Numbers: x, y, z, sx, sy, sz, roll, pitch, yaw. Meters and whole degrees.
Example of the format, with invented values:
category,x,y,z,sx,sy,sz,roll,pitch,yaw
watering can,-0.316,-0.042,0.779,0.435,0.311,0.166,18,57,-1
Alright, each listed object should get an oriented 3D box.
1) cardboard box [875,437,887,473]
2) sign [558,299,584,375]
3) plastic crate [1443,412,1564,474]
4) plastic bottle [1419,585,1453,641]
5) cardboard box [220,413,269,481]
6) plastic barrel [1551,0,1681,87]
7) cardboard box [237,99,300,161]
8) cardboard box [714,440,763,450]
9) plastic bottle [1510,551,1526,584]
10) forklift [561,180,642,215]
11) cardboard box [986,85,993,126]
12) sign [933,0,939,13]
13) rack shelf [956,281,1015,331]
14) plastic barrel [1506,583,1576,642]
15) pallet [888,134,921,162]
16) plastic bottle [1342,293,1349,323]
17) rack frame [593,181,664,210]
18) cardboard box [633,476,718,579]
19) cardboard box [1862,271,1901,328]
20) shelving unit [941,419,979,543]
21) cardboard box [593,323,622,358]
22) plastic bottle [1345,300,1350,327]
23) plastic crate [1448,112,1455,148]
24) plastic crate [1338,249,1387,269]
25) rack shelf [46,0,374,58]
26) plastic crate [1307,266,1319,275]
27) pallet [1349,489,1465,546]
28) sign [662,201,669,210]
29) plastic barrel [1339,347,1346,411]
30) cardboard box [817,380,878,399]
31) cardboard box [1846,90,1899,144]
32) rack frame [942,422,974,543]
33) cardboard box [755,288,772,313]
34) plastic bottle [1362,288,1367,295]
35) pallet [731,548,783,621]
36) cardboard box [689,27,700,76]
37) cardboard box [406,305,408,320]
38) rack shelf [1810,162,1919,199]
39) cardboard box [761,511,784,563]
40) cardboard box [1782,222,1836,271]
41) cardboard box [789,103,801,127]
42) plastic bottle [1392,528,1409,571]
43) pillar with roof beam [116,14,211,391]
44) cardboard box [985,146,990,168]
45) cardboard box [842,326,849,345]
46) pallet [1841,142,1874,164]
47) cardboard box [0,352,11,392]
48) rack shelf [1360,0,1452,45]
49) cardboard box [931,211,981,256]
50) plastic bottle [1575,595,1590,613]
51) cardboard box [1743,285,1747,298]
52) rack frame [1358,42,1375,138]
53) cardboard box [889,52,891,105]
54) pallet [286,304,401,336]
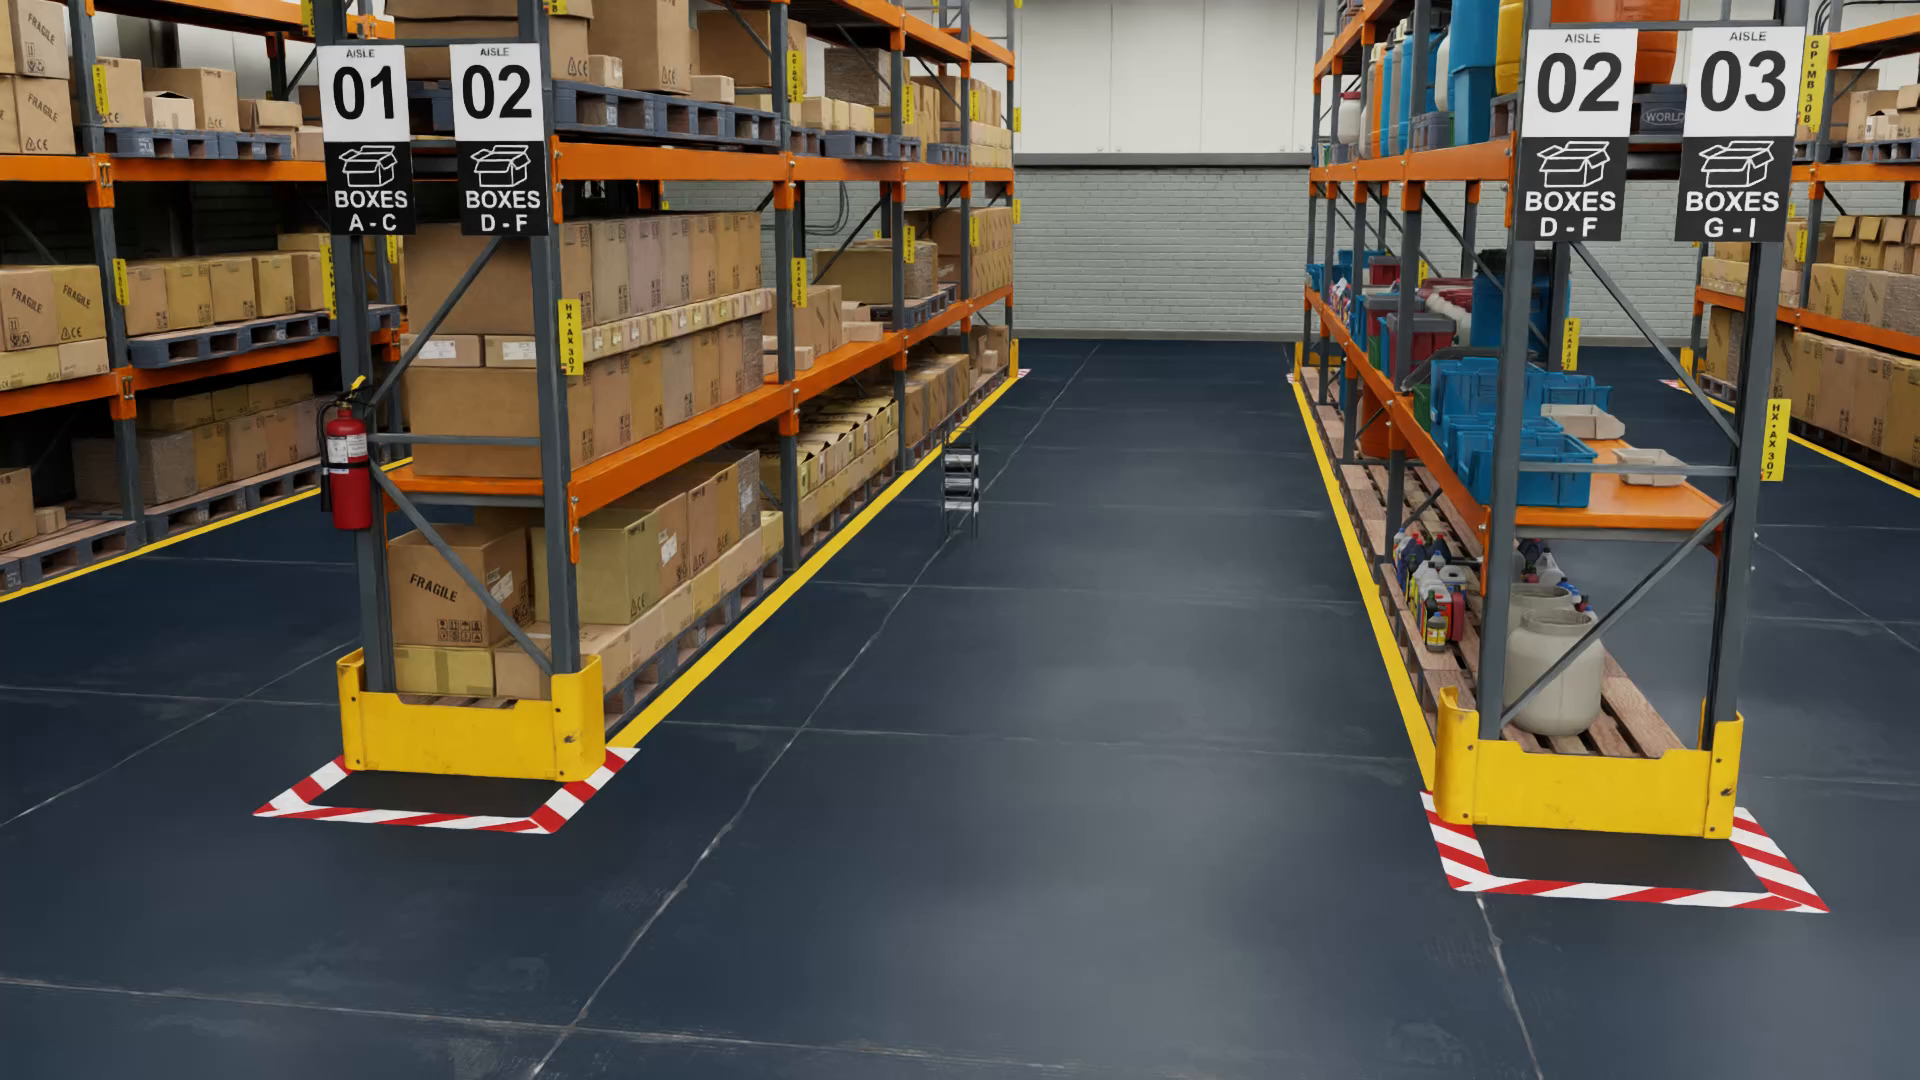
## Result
category,x,y,z,sx,sy,sz,roll,pitch,yaw
cardboard box,-0.922,-0.740,14.337,0.500,0.250,0.500,2,12,8
sign,-1.689,-0.881,7.218,0.100,0.325,0.005,2,12,9
plastic crate,2.544,-0.453,7.829,0.499,0.251,0.408,2,12,9
plastic bottle,2.572,0.391,8.979,0.152,0.276,0.135,2,12,9
cardboard box,-6.272,-0.792,13.936,0.700,0.500,0.500,2,12,9
plastic barrel,2.606,-2.264,6.742,0.600,0.830,0.708,2,12,9
cardboard box,-6.193,-3.523,14.308,0.797,0.503,0.637,4,13,17
cardboard box,-1.769,-0.608,12.395,0.500,0.311,0.500,2,12,10
plastic bottle,3.278,0.190,9.910,0.152,0.276,0.135,2,12,9
forklift,-3.489,-1.915,14.422,3.031,2.935,1.130,8,14,32
cardboard box,0.030,-5.457,20.962,0.700,0.500,0.500,2,12,9
sign,-0.312,-7.215,22.205,0.100,0.325,0.005,2,12,9
rack shelf,-0.084,-3.001,21.006,1.077,0.370,4.000,2,12,9
plastic barrel,2.760,0.490,8.008,0.421,0.512,0.421,0,12,0
pallet,-1.022,-3.333,14.169,1.213,0.211,1.003,2,12,11
plastic bottle,3.704,-2.221,15.957,0.061,0.283,0.133,2,12,9
rack frame,-4.671,-3.929,23.603,1.000,3.000,0.127,2,12,9
cardboard box,-1.701,-0.083,9.507,0.500,0.500,0.500,2,12,9
cardboard box,8.851,-2.259,15.619,0.500,0.500,0.500,2,12,10
shelving unit,0.001,-0.442,12.406,0.258,0.900,0.210,2,12,9
cardboard box,-1.886,-0.986,8.171,0.380,0.149,0.250,2,12,9
plastic bottle,3.659,-2.130,15.562,0.097,0.271,0.097,0,12,0
plastic crate,2.761,-2.153,8.746,0.336,0.188,0.450,2,12,9
plastic crate,5.251,-3.579,21.752,0.616,0.435,0.499,2,12,9
rack shelf,-6.209,-4.233,13.430,1.077,0.370,4.000,2,12,9
plastic crate,4.653,-3.377,21.300,0.416,0.233,0.300,2,12,9
pallet,3.540,-0.166,12.762,1.003,0.211,1.213,2,12,9
sign,-4.137,-4.590,23.361,0.100,0.325,0.005,2,12,9
plastic barrel,4.402,-1.842,17.904,0.600,0.901,0.708,2,12,9
cardboard box,-1.094,-1.299,16.290,0.500,0.500,0.500,2,12,11
cardboard box,9.317,-4.214,16.573,0.700,0.500,0.500,2,12,10
rack frame,-0.014,-0.420,12.308,0.240,0.900,0.006,2,12,9
cardboard box,-1.452,-1.573,10.897,0.380,0.149,0.250,2,12,9
plastic bottle,4.063,-2.433,16.956,0.152,0.276,0.135,2,12,9
pallet,-1.785,0.256,10.803,1.003,0.211,1.213,2,12,9
cardboard box,-1.959,-2.964,10.438,0.500,0.500,0.500,3,13,13
cardboard box,-5.575,-2.264,16.425,0.380,0.149,0.250,2,12,9
rack shelf,9.089,-3.313,15.333,1.077,0.370,4.000,2,12,9
cardboard box,-1.477,-0.028,11.035,0.500,0.250,0.500,2,12,9
cardboard box,9.203,-3.158,17.895,0.500,0.500,0.500,2,12,10
cardboard box,-1.436,-3.112,12.051,0.500,0.250,0.500,1,12,3
plastic bottle,2.790,0.061,10.522,0.097,0.271,0.097,0,12,0
pillar with roof beam,-2.702,-4.814,13.471,9.100,9.000,0.400,2,12,9
cardboard box,0.087,-4.631,20.096,0.500,0.250,0.500,2,12,9
cardboard box,-1.147,-1.714,13.921,0.380,0.149,0.250,3,12,13
pallet,9.305,-3.795,16.316,0.805,0.209,1.217,1,12,6
cardboard box,-6.437,-1.050,10.554,0.500,0.250,0.500,2,12,8
rack shelf,3.580,-3.912,11.940,1.077,0.370,4.000,2,12,9
cardboard box,-0.041,-3.563,19.295,0.500,0.500,0.500,2,12,10
plastic bottle,3.297,0.422,8.819,0.061,0.283,0.133,2,12,10
cardboard box,9.357,-2.886,19.363,0.380,0.149,0.250,2,12,10
rack frame,3.888,-4.875,13.754,1.000,3.000,0.127,2,12,9
cardboard box,-0.855,-4.304,15.616,0.500,0.500,0.500,2,12,9
pallet,-5.906,-2.018,15.191,1.213,0.211,1.003,2,12,9
